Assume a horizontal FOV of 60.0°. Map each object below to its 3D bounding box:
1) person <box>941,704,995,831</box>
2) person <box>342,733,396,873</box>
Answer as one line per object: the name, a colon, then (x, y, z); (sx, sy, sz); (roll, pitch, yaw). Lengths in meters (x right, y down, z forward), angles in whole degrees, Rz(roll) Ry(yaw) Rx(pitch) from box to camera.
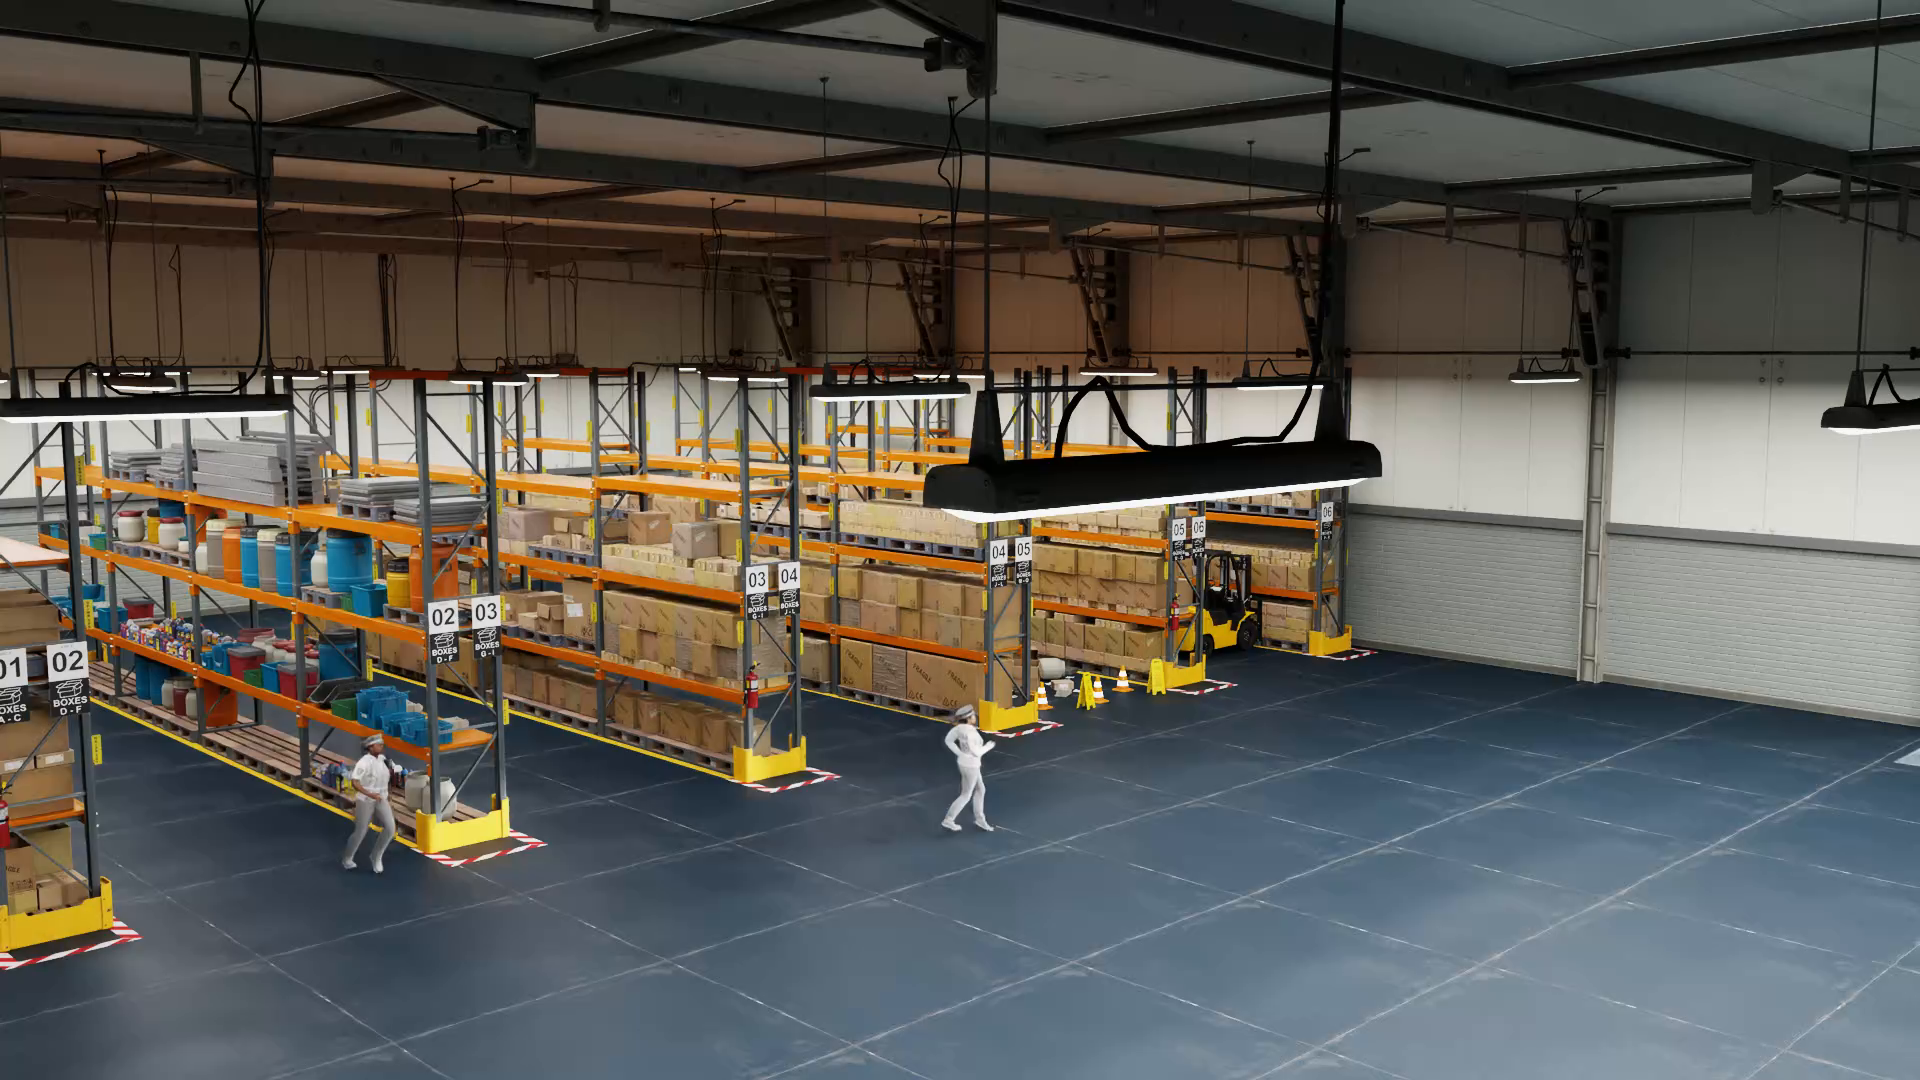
person: (0.099, 3.019, 21.853); (0.740, 1.743, 0.600); (-2, 7, -15)
person: (-7.209, 3.218, 20.432); (0.658, 1.700, 0.654); (4, 7, 30)
